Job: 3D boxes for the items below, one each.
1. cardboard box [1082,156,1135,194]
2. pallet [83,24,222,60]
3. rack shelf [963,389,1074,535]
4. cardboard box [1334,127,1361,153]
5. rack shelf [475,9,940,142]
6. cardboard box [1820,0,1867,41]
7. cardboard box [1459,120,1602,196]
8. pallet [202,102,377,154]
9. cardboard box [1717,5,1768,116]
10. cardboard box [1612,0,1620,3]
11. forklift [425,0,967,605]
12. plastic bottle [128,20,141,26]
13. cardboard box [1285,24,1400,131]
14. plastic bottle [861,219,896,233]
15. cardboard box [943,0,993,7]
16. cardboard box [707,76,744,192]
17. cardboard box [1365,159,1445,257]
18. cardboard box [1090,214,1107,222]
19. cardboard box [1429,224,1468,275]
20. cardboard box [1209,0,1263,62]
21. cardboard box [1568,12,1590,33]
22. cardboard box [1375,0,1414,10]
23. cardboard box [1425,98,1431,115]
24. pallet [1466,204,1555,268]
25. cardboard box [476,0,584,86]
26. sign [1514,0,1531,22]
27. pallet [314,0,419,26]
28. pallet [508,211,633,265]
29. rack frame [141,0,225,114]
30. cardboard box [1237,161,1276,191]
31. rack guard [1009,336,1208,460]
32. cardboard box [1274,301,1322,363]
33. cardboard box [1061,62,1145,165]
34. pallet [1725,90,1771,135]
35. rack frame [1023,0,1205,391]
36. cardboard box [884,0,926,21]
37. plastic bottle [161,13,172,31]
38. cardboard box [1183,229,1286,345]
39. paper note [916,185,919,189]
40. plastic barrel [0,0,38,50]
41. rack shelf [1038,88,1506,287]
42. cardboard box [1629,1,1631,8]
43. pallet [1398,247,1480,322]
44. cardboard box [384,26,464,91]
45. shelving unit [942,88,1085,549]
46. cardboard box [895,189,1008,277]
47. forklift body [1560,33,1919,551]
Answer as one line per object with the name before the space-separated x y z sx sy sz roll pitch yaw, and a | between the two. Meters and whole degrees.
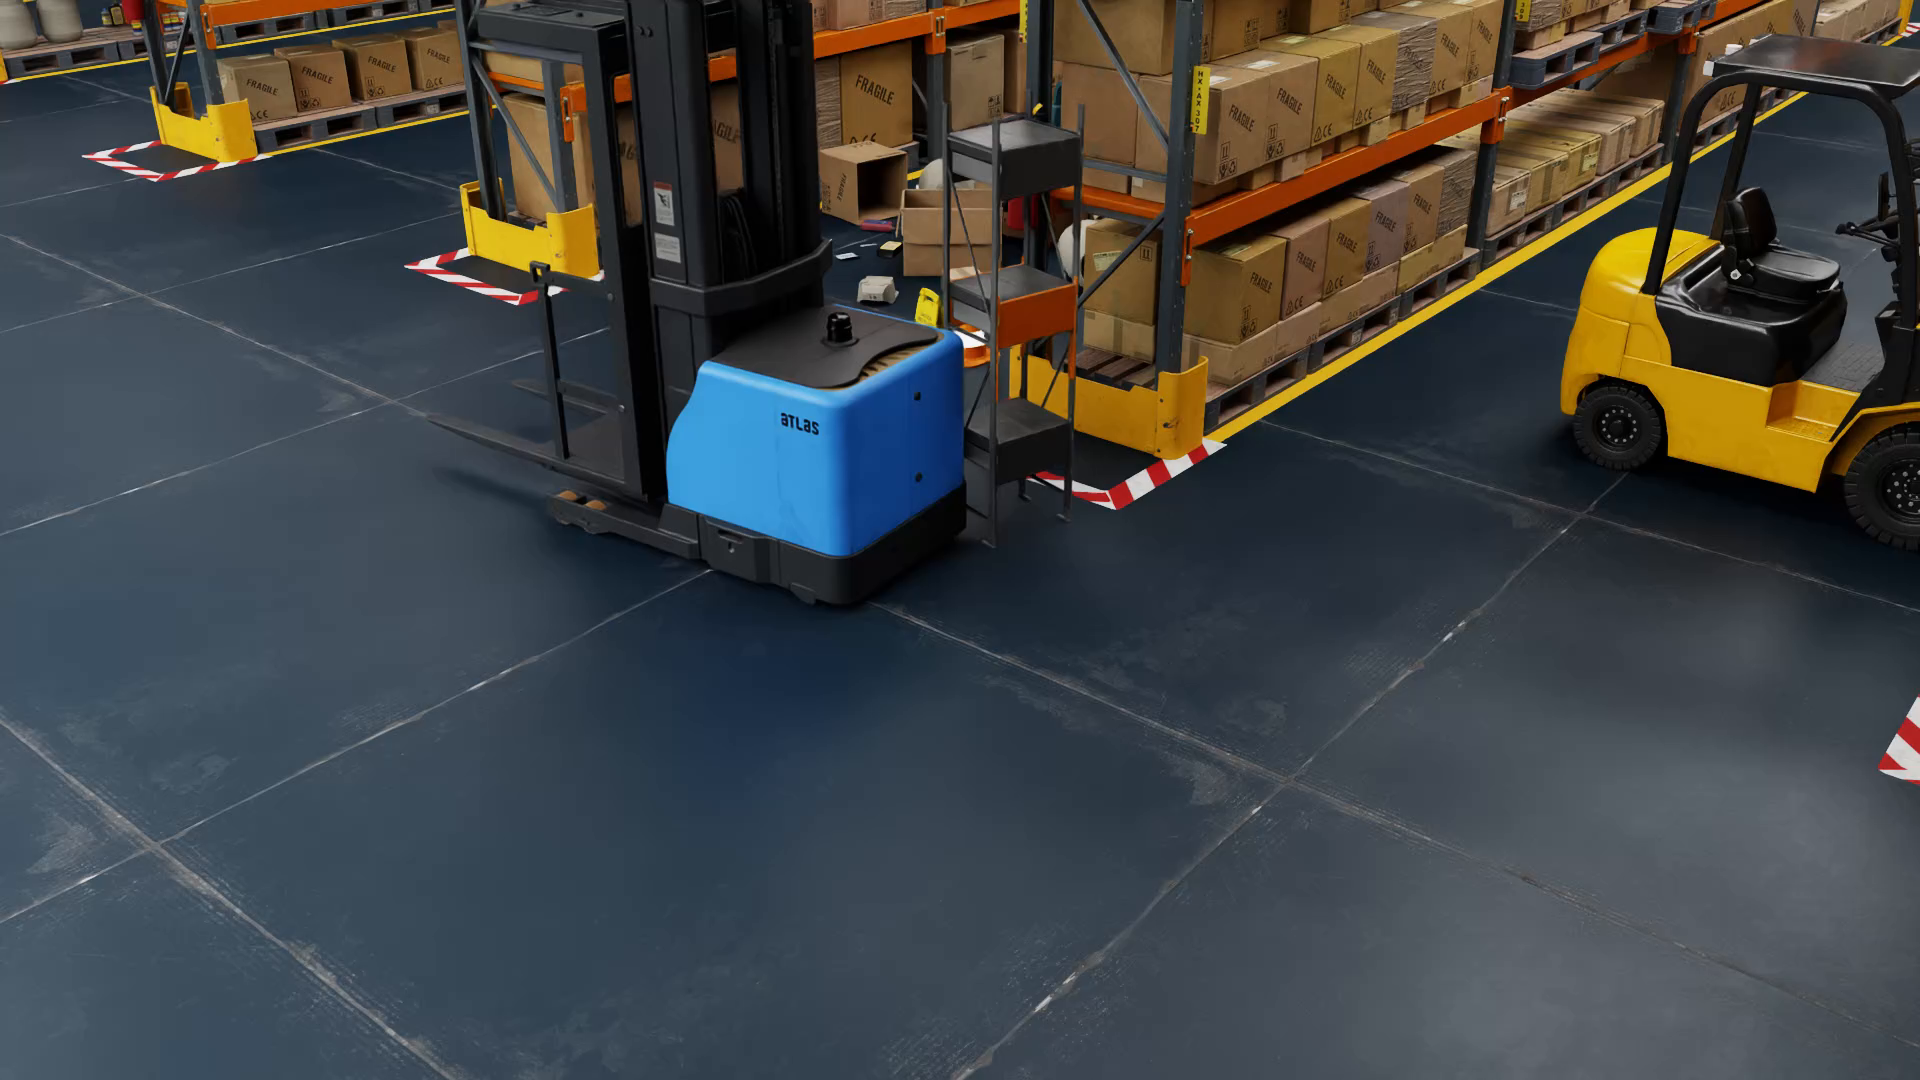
cardboard box | 0.846 -2.046 9.214 0.380 0.149 0.250 22 35 36
pallet | -9.387 -5.825 19.281 1.003 0.211 1.213 21 34 34
rack shelf | 0.240 -0.395 8.281 0.480 0.518 0.431 -19 33 -32
cardboard box | 2.177 -2.449 9.993 0.380 0.149 0.250 20 33 33
rack shelf | -1.839 -3.763 13.042 1.077 0.370 4.000 21 34 34
cardboard box | 9.457 -5.774 18.479 0.875 0.438 0.875 20 33 33
cardboard box | 4.544 -3.090 13.360 0.950 0.372 0.625 22 35 36
pallet | -6.282 -3.925 15.607 1.003 0.211 1.213 21 34 34
cardboard box | 6.935 -4.577 15.689 0.875 0.875 0.875 21 34 35
cardboard box | 4.798 -4.360 12.524 0.500 0.500 0.500 19 33 32
forklift | -1.476 -1.514 7.986 3.031 2.935 1.130 17 32 30
plastic bottle | -9.602 -6.125 19.302 0.061 0.283 0.133 21 34 34
cardboard box | 2.255 -2.774 9.915 0.500 0.500 0.500 20 33 33
plastic bottle | -0.614 -2.432 12.885 0.283 0.061 0.133 9 29 17
cardboard box | -0.025 -4.944 14.433 0.500 0.500 0.500 21 34 35
cardboard box | -2.173 -3.188 13.004 0.875 0.875 0.875 20 34 34
cardboard box | 2.826 -2.210 10.976 0.500 0.500 0.500 21 34 35
cardboard box | 1.143 -2.505 12.803 0.258 0.266 0.396 0 27 0
cardboard box | 3.148 -2.058 11.498 0.500 0.250 0.500 23 35 37
cardboard box | 1.257 -3.005 9.274 0.700 0.500 0.500 21 34 35
cardboard box | 4.395 -3.847 12.238 0.380 0.149 0.250 21 34 35
cardboard box | 2.528 -3.734 10.682 0.700 0.500 0.500 21 34 35
cardboard box | 2.799 -2.822 10.713 0.380 0.149 0.250 20 34 34
pallet | 3.811 -2.418 12.695 1.003 0.211 1.213 21 34 34
cardboard box | -2.910 -3.585 11.751 0.875 0.550 0.550 21 34 34
sign | 3.741 -3.609 11.020 0.100 0.325 0.005 21 34 34
pallet | -7.682 -6.776 21.118 1.003 0.211 1.213 21 34 34
pallet | -2.663 -2.441 12.739 1.003 0.211 1.213 21 34 34
rack frame | -6.874 -4.859 14.377 1.000 3.000 0.127 21 34 34
cardboard box | 1.530 -2.075 9.269 0.380 0.149 0.250 20 33 33
rack guard | 0.821 -0.879 9.405 1.175 0.500 0.348 21 34 34
cardboard box | 1.830 -1.312 10.056 0.500 0.250 0.500 22 35 36
cardboard box | 0.905 -2.412 9.215 0.500 0.500 0.500 20 33 34
pallet | 7.197 -4.248 16.232 1.003 0.211 1.213 21 34 34
rack frame | 0.773 -1.962 8.779 1.000 3.000 0.127 21 34 34
cardboard box | -0.792 -4.724 13.953 0.875 0.550 0.550 21 34 34
plastic bottle | -9.084 -5.963 19.003 0.097 0.271 0.097 0 27 0
cardboard box | 1.514 -1.474 9.555 0.500 0.500 0.500 19 33 33
paper note | -0.296 -2.970 13.957 0.147 0.020 0.142 0 27 0
plastic barrel | -10.336 -5.643 18.145 0.421 0.512 0.421 0 27 0
rack shelf | 2.045 -2.352 10.315 1.077 0.370 4.000 21 34 34
cardboard box | 5.006 -4.229 12.977 0.380 0.149 0.250 21 34 35
pallet | 2.917 -1.894 11.681 1.003 0.211 1.213 21 34 34
cardboard box | -5.308 -4.775 16.478 0.500 0.500 0.500 17 32 30
shelving unit | 0.241 -1.029 7.953 0.503 2.100 0.431 -19 33 -32
cardboard box | -0.063 -2.216 11.986 0.797 0.503 0.637 0 27 0
forklift body | 4.404 -1.342 8.502 2.313 2.155 1.214 21 34 34
